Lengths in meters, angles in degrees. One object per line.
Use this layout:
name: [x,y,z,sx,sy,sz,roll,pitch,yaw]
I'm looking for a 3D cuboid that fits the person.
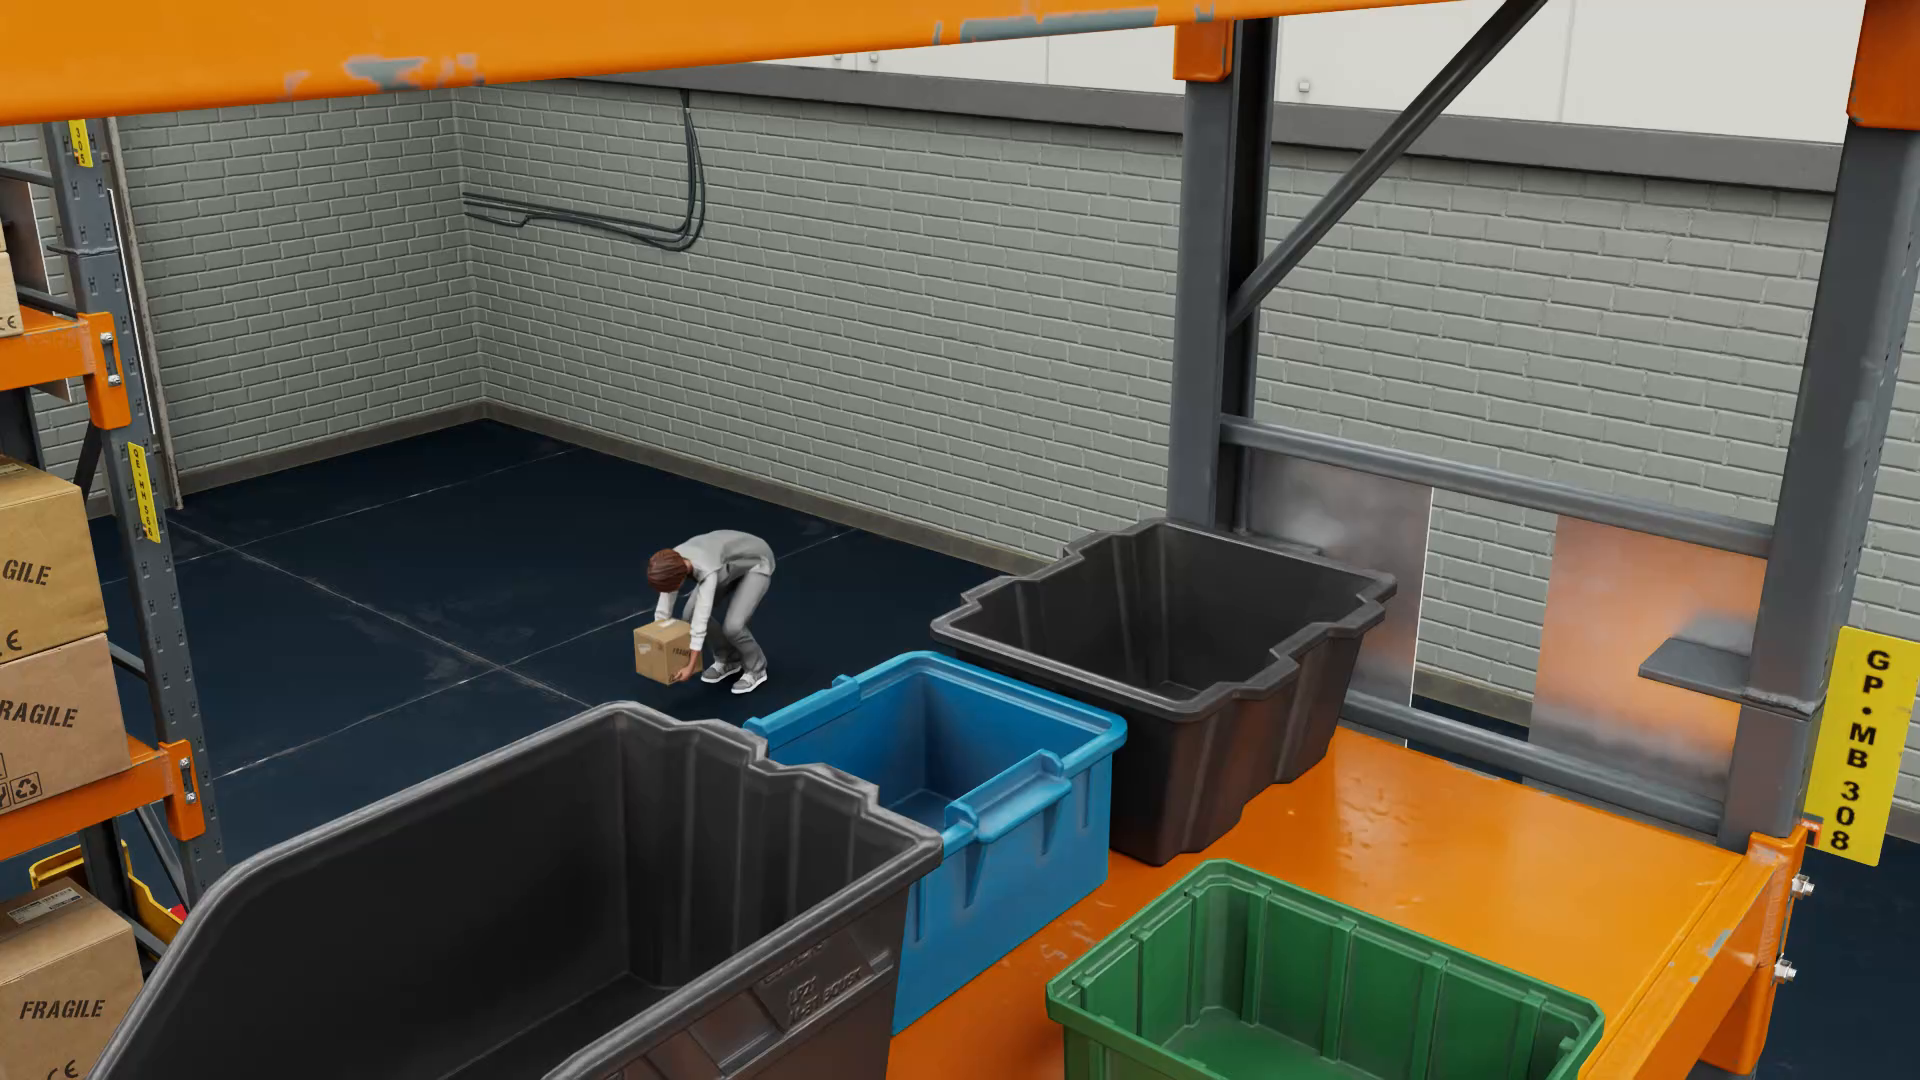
person: [-1.341,0.401,8.982,0.429,0.923,0.862,15,25,34]
